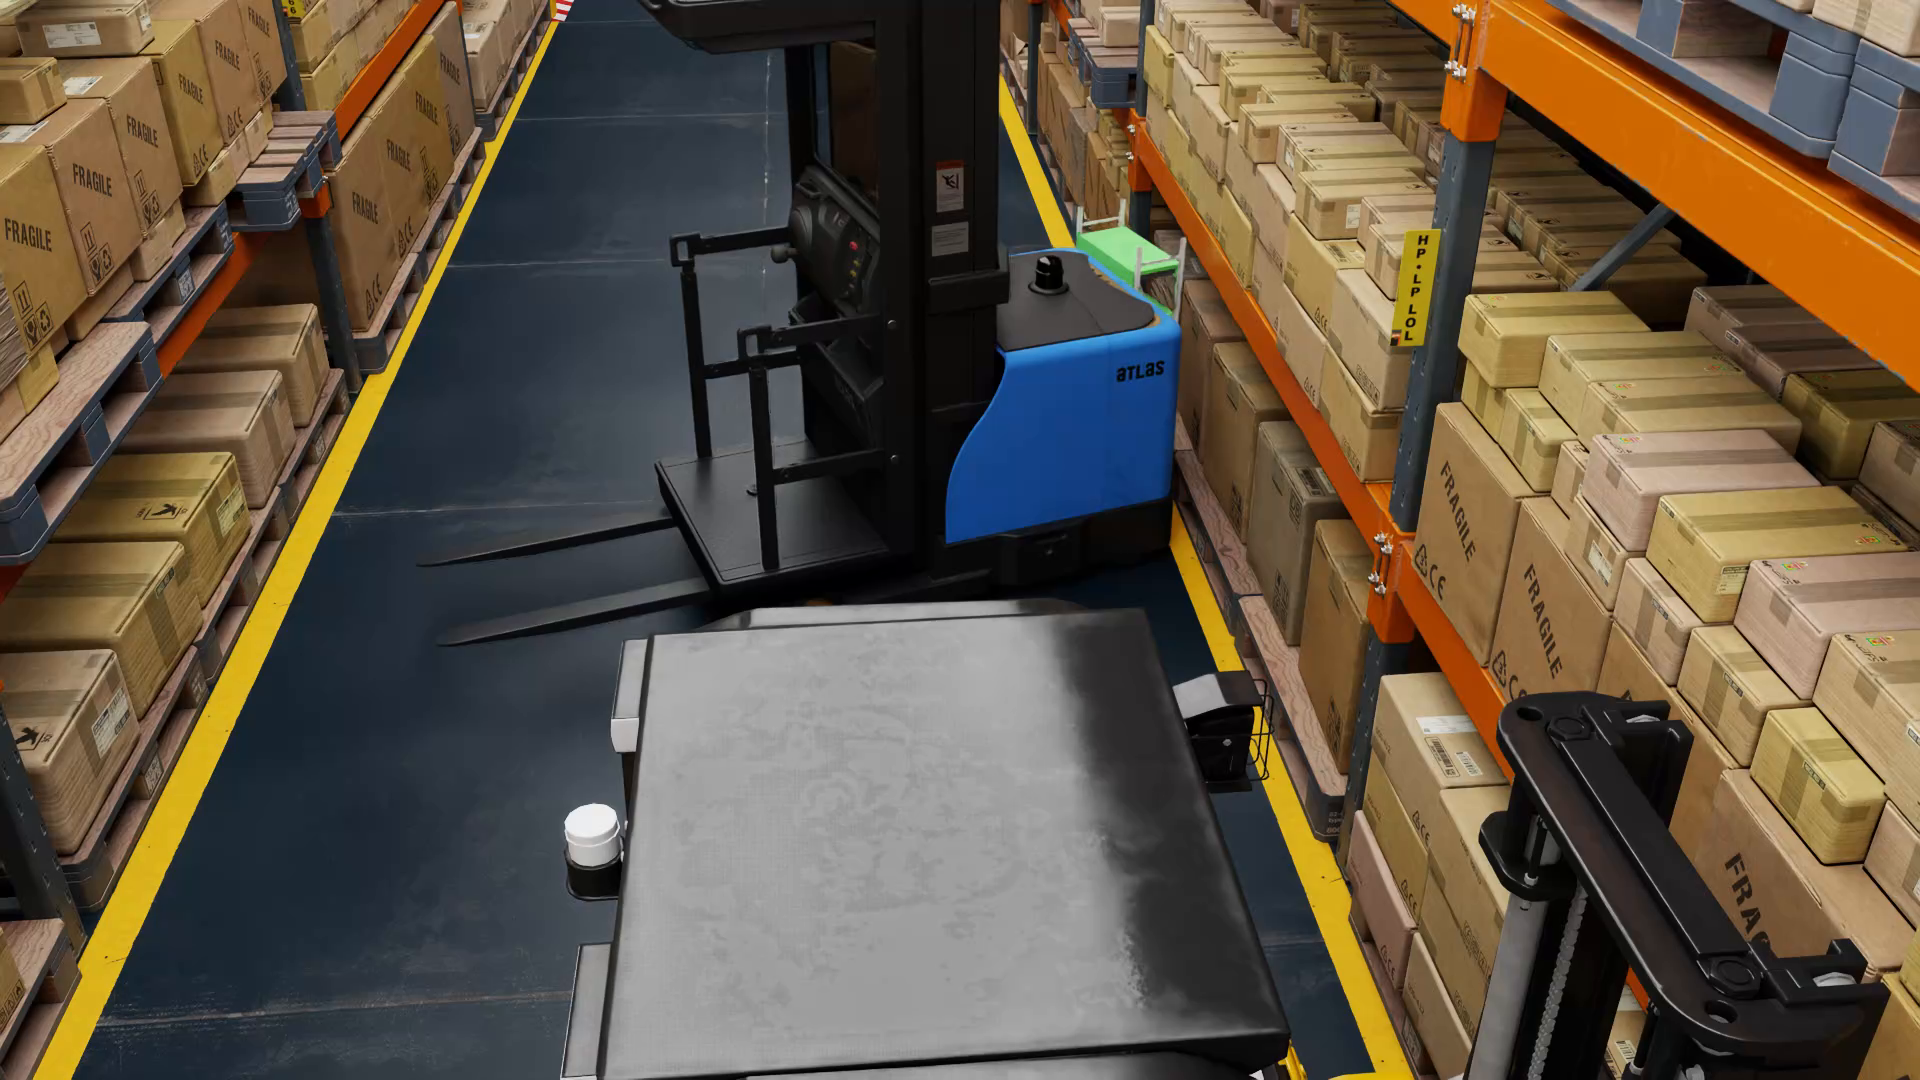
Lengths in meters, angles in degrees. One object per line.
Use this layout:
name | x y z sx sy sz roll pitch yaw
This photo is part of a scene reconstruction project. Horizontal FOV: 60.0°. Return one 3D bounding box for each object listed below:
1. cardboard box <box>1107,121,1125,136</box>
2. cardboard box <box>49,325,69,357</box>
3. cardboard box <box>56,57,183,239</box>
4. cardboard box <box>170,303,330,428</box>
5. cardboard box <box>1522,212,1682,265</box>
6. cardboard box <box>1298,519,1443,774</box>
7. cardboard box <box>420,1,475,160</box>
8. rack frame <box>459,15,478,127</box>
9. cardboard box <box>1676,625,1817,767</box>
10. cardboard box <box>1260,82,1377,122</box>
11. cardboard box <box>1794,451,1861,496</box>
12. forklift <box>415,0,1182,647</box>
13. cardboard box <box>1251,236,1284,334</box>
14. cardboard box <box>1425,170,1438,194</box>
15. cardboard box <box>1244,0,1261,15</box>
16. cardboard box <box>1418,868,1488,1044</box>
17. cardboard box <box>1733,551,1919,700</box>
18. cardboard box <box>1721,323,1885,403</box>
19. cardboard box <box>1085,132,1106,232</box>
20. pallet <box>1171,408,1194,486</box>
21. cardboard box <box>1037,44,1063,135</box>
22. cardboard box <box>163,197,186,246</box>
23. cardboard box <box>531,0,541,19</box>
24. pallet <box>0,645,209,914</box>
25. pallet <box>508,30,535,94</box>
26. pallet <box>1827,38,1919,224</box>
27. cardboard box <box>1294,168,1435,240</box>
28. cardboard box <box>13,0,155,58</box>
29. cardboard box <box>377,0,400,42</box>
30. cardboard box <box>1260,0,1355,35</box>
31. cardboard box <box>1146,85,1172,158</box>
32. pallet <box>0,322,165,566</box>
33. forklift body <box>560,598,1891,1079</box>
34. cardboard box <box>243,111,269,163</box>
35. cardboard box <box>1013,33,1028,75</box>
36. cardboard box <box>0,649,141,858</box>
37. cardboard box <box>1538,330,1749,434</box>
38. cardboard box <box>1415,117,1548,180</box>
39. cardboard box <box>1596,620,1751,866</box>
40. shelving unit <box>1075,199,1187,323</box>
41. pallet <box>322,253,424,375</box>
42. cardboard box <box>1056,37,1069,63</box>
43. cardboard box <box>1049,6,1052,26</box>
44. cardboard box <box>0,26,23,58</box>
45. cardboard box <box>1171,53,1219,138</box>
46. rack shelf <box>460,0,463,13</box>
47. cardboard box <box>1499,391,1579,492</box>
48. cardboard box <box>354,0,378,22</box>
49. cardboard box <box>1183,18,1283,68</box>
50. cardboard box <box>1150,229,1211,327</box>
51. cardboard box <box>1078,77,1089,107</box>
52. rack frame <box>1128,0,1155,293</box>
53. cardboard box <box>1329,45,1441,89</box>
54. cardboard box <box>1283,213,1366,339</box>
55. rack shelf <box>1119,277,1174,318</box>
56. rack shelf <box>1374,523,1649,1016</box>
cardboard box | 1.052 -2.309 9.586 0.380 0.149 0.250 -2 31 -3
cardboard box | -3.055 -0.629 5.213 0.380 0.149 0.250 -1 31 -1
cardboard box | -3.098 -1.364 5.812 0.500 0.500 0.500 -4 31 -7
cardboard box | -3.532 -0.795 7.809 0.950 0.372 0.625 -5 31 -8
cardboard box | 1.949 -0.880 5.068 0.380 0.149 0.250 -4 31 -6
cardboard box | 1.681 0.344 5.655 0.875 0.625 0.625 -1 31 -2
cardboard box | -3.811 -3.030 11.059 0.875 0.875 0.875 -2 31 -3
rack frame | -3.948 -4.074 11.146 1.000 3.000 0.127 -3 31 -5
cardboard box | 1.600 0.279 3.127 0.380 0.149 0.250 -4 31 -6
cardboard box | 1.355 -1.630 6.323 0.380 0.149 0.250 -3 31 -5
cardboard box | 2.101 -0.138 3.825 0.380 0.149 0.250 -2 31 -3
forklift | -0.667 -1.129 6.282 3.031 2.935 1.130 -12 33 -19
cardboard box | 1.365 -0.921 6.014 0.500 0.250 0.500 -3 31 -4
cardboard box | 1.875 -1.171 5.944 0.500 0.250 0.500 -3 31 -6
cardboard box | 1.475 -2.765 8.447 0.500 0.500 0.500 -1 31 -2
cardboard box | 1.528 1.075 4.310 0.500 0.250 0.500 -3 31 -5
cardboard box | 1.675 0.152 3.050 0.380 0.149 0.250 -3 31 -5
cardboard box | 2.054 -0.400 3.974 0.380 0.149 0.250 -4 31 -6
cardboard box | 1.026 -2.108 9.881 0.500 0.500 0.500 -1 31 -2
pallet | 1.405 -0.652 8.136 1.003 0.211 1.213 -3 31 -5
cardboard box | 0.815 -3.163 11.649 0.500 0.500 0.500 -1 31 -2
cardboard box | -3.086 -1.161 6.104 0.380 0.149 0.250 -4 31 -6
cardboard box | -4.161 -4.865 14.558 0.875 0.438 0.875 -4 31 -6
pallet | -3.275 0.810 5.688 1.003 0.211 1.213 -3 31 -5
pallet | -4.058 -3.893 13.562 1.003 0.211 1.213 -3 31 -5
pallet | 1.957 -0.424 2.195 1.003 0.211 1.213 -3 31 -5
cardboard box | 1.319 -1.101 5.438 0.380 0.149 0.250 -4 31 -6
cardboard box | -3.141 -1.840 5.975 0.380 0.149 0.250 -4 31 -7
cardboard box | -3.528 -3.011 9.512 0.500 0.250 0.500 -3 31 -5
cardboard box | 1.599 -2.437 7.674 0.380 0.149 0.250 -2 31 -3
cardboard box | 1.165 -1.969 7.768 0.500 0.250 0.500 -3 31 -4
pallet | -3.127 -0.305 5.022 1.003 0.211 1.213 -3 31 -5
forklift body | 0.121 1.296 2.982 2.313 2.155 1.214 -3 31 -5
cardboard box | -3.144 -1.688 6.987 0.380 0.149 0.250 -3 31 -5
cardboard box | 0.616 -3.773 12.898 0.396 0.266 0.258 -2 31 -3
cardboard box | -3.252 0.690 5.322 0.950 0.372 0.625 -2 31 -4
cardboard box | 1.607 -0.373 3.930 0.380 0.149 0.250 -2 31 -4
cardboard box | 1.855 -1.394 5.929 0.380 0.149 0.250 -3 31 -5
cardboard box | 1.636 0.490 3.407 0.500 0.500 0.500 -3 31 -5
shelving unit | 0.729 -0.868 7.513 0.258 1.200 0.503 -14 36 -23
pallet | -3.573 -1.241 9.122 1.003 0.211 1.213 -3 31 -5
cardboard box | 0.865 -3.366 11.356 0.380 0.149 0.250 -4 31 -6
cardboard box | 0.822 -3.634 11.515 0.380 0.149 0.250 -3 31 -5
cardboard box | -3.651 -1.606 6.216 0.500 0.500 0.500 -2 31 -4
cardboard box | 1.211 -1.928 7.212 0.500 0.250 0.500 -2 31 -3
rack shelf | -4.135 -4.786 13.040 1.077 0.370 4.000 -3 31 -5
cardboard box | 1.534 -0.243 4.002 0.380 0.149 0.250 -2 31 -3
cardboard box | -3.457 -2.972 8.959 0.500 0.250 0.500 -3 31 -5
cardboard box | 1.179 -2.150 7.194 0.380 0.149 0.250 -2 31 -3
cardboard box | 1.412 -1.113 8.095 0.875 0.625 0.625 -2 31 -3
cardboard box | 0.946 -2.840 10.475 0.380 0.149 0.250 -2 31 -3
rack frame | 1.367 -2.272 8.128 1.000 3.000 0.127 -3 31 -5
cardboard box | 1.738 -1.914 6.800 0.380 0.149 0.250 -3 31 -5
cardboard box | 1.385 -0.881 5.458 0.500 0.250 0.500 -4 31 -6
rack shelf | 0.732 -1.016 7.418 0.258 0.148 0.480 -14 36 -23
rack shelf | 1.928 1.100 3.184 1.077 0.370 4.000 -3 31 -5
